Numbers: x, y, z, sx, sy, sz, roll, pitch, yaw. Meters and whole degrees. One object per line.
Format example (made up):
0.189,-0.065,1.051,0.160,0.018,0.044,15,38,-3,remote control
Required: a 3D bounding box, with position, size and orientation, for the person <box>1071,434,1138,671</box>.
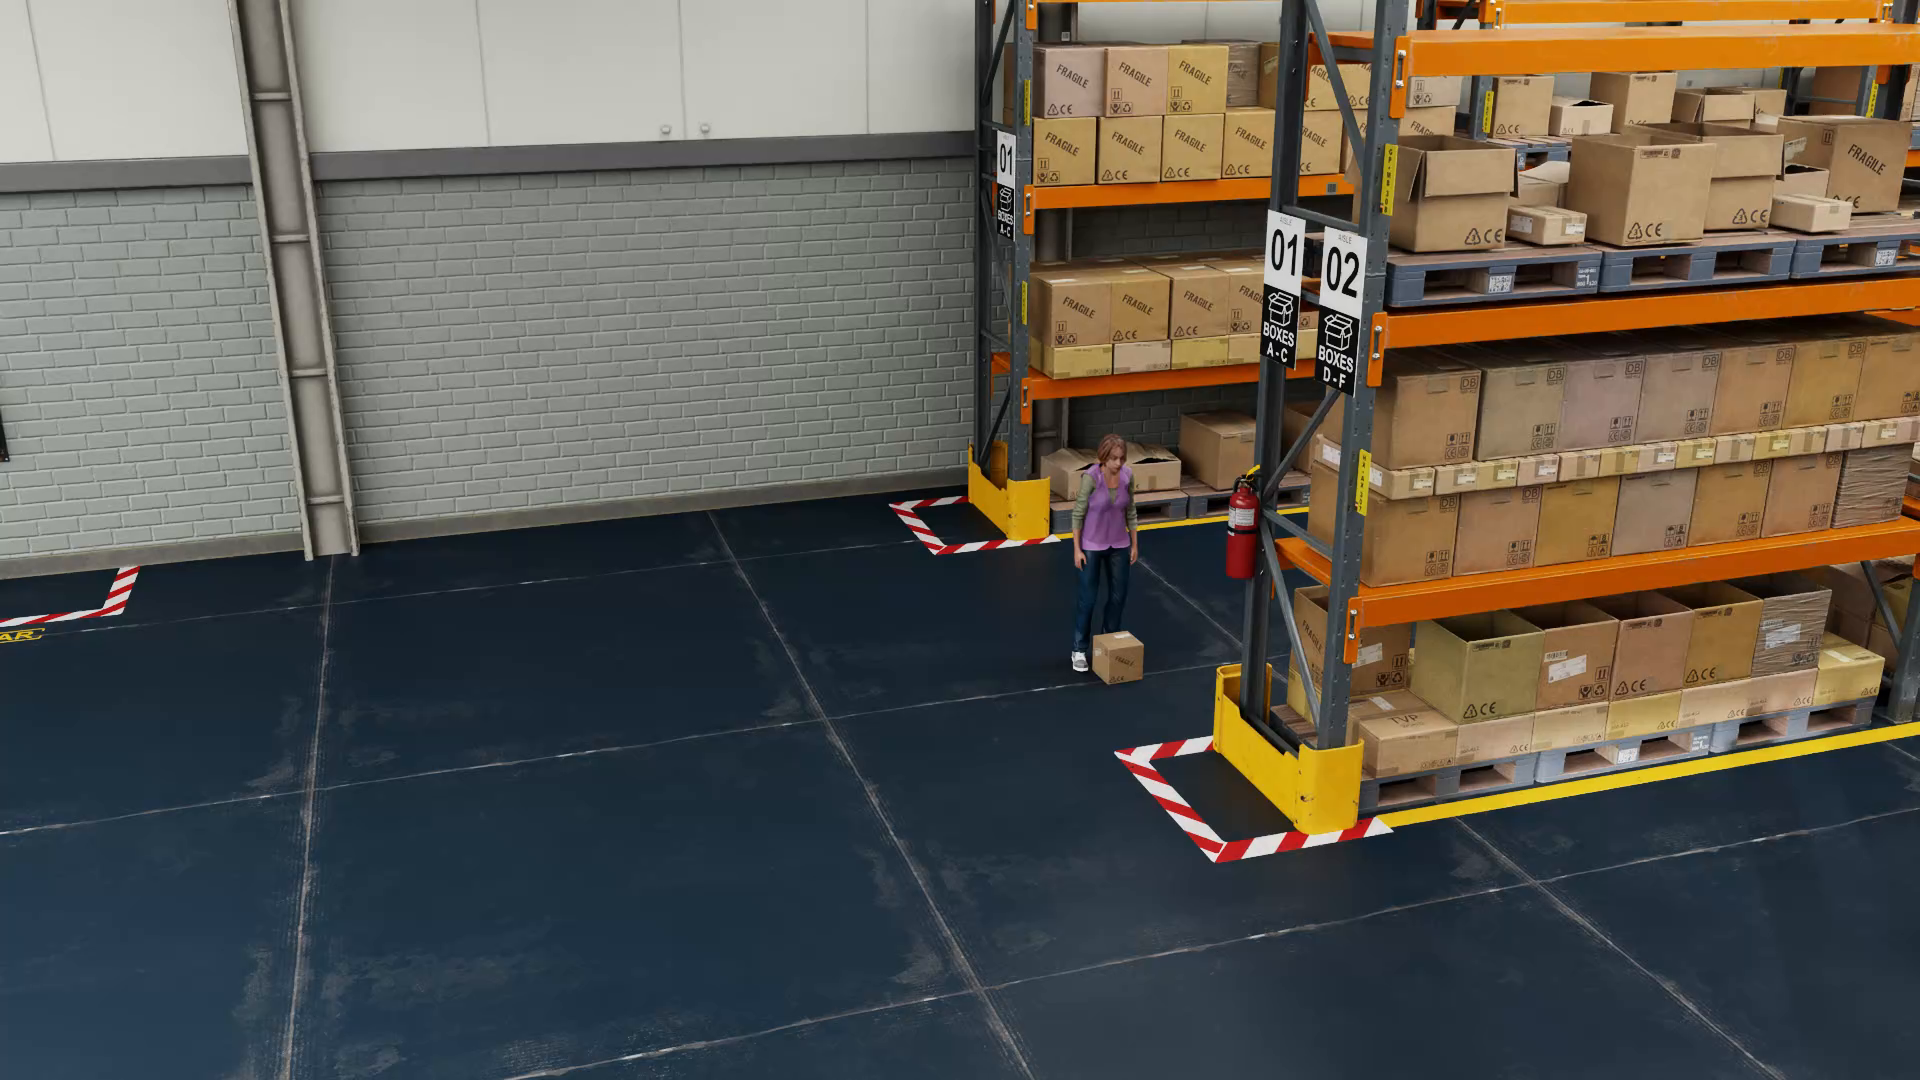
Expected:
0.948,0.063,10.907,0.462,1.593,0.343,-6,20,-17,person
